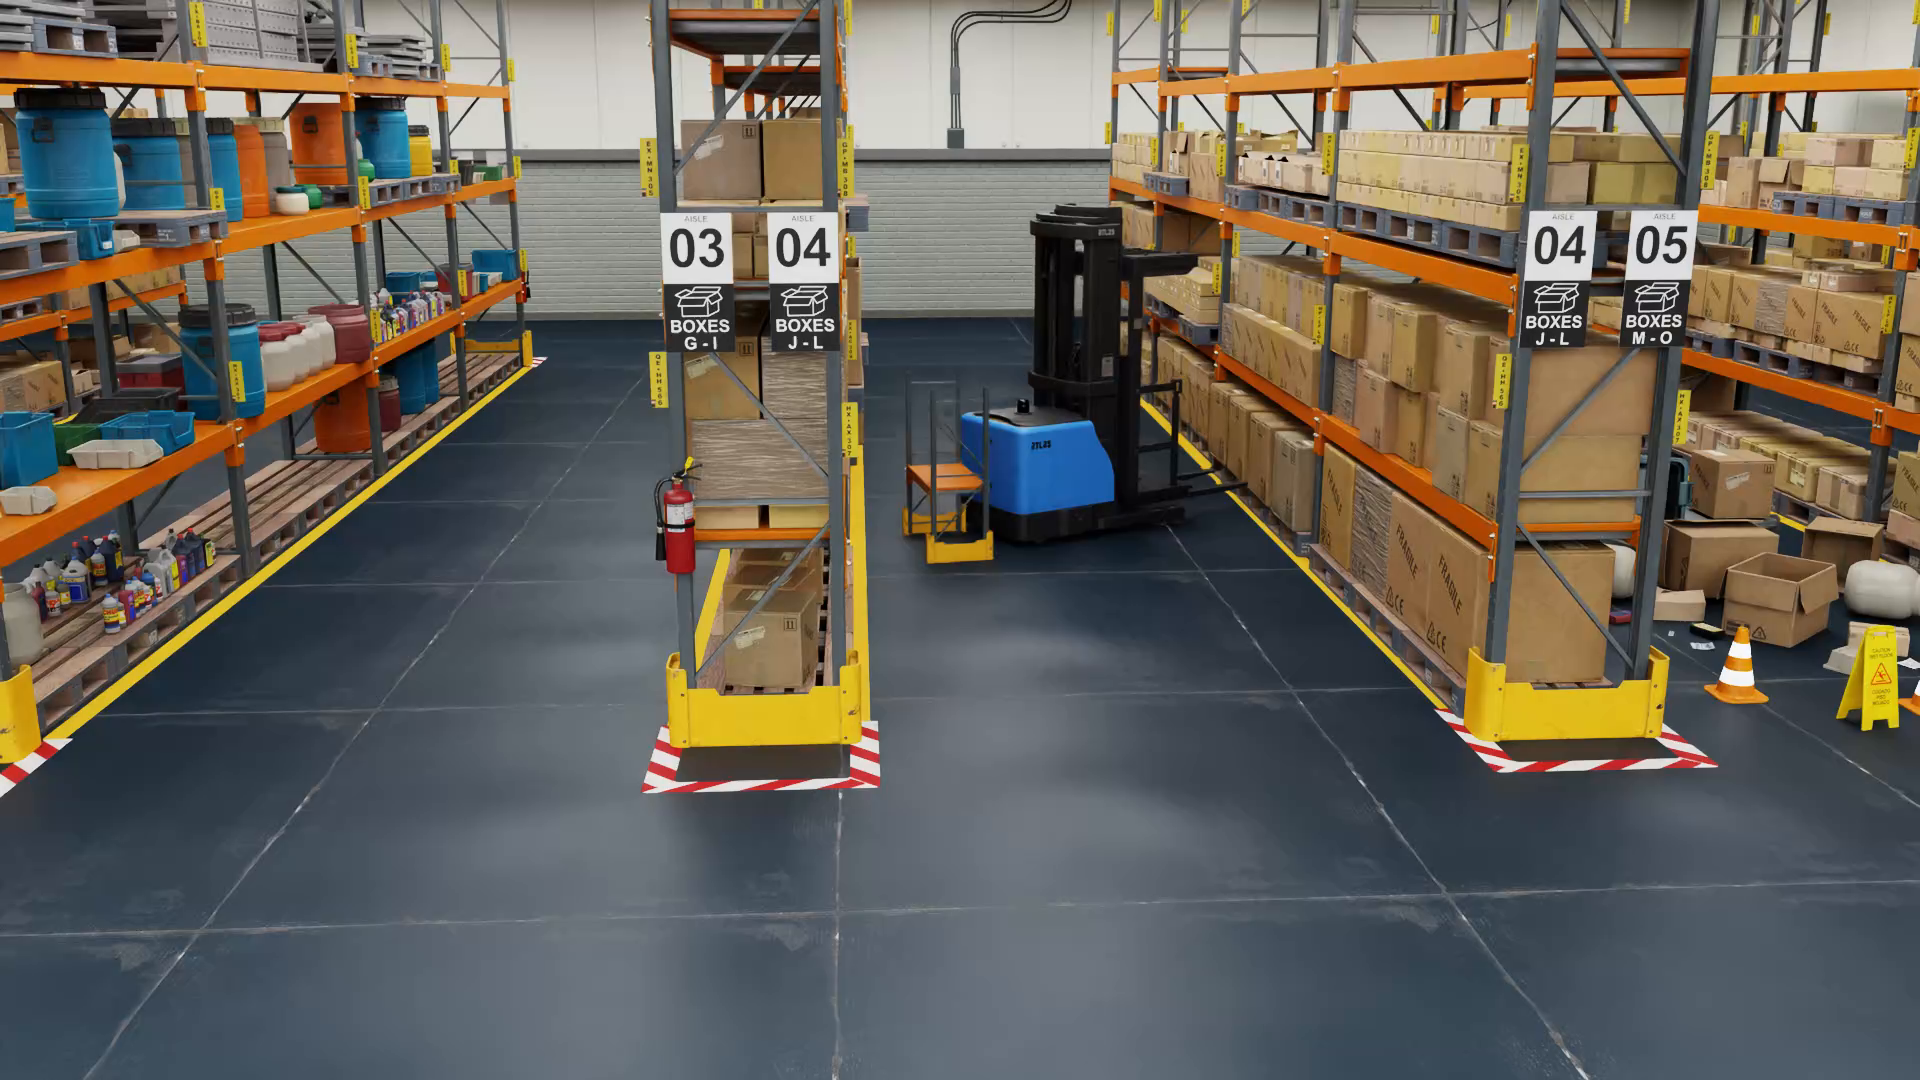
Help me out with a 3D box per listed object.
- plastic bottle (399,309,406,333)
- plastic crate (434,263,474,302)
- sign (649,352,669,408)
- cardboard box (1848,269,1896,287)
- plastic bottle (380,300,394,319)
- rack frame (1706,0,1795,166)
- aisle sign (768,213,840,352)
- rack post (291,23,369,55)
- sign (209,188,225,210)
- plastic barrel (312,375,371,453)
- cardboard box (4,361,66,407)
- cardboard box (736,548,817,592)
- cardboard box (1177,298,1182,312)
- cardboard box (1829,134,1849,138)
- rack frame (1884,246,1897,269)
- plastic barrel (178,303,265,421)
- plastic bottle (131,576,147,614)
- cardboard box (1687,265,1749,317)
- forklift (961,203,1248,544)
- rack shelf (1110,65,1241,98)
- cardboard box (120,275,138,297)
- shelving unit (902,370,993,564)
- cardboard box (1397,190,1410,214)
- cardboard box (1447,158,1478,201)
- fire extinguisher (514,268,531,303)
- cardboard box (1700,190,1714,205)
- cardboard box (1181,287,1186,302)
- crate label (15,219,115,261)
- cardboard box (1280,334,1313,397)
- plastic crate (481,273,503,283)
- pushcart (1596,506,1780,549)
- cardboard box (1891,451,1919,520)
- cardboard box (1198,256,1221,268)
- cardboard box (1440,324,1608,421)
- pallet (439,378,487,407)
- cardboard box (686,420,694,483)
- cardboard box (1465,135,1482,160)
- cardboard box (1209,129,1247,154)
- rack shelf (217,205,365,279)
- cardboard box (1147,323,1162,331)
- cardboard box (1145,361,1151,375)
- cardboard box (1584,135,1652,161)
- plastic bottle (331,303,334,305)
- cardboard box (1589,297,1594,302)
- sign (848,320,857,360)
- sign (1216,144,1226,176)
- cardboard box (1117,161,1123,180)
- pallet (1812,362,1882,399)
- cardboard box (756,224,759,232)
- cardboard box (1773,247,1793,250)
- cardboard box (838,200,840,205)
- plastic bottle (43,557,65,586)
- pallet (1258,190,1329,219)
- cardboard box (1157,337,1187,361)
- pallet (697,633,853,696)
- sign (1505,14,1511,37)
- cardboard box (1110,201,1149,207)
[{"bbox_3d":[-6.388,-2.500,18.982,0.097,0.271,0.097,0,14,0],"label":"plastic bottle"},{"bbox_3d":[-6.685,-3.414,22.027,0.402,0.464,0.583,-1,14,-3],"label":"plastic crate"},{"bbox_3d":[-1.748,-0.931,9.665,0.100,0.325,0.005,-1,14,-3],"label":"sign"},{"bbox_3d":[8.604,-2.469,15.661,0.380,0.149,0.250,0,14,0],"label":"cardboard box"},{"bbox_3d":[-6.572,-2.571,19.098,0.144,0.351,0.185,-1,14,-3],"label":"plastic bottle"},{"bbox_3d":[8.202,-5.268,17.443,1.000,3.000,0.127,-1,14,-3],"label":"rack frame"},{"bbox_3d":[-0.890,-1.469,9.497,0.394,0.787,0.004,-1,14,-3],"label":"aisle sign"},{"bbox_3d":[-6.718,-5.182,17.258,0.954,0.300,0.937,-1,14,-3],"label":"rack post"},{"bbox_3d":[-5.834,-2.601,13.079,0.100,0.325,0.005,-1,14,-3],"label":"sign"},{"bbox_3d":[-6.679,-1.407,17.988,0.600,0.830,0.708,-1,14,-3],"label":"plastic barrel"},{"bbox_3d":[-11.507,-1.937,20.668,0.500,0.500,0.500,-1,14,-4],"label":"cardboard box"},{"bbox_3d":[-1.306,0.327,11.909,0.500,0.500,0.500,0,14,2],"label":"cardboard box"},{"bbox_3d":[2.719,-2.713,19.214,0.380,0.149,0.250,-2,15,-6],"label":"cardboard box"},{"bbox_3d":[12.574,-5.576,23.357,0.500,0.250,0.500,-1,14,-2],"label":"cardboard box"},{"bbox_3d":[12.908,-3.435,22.358,1.000,3.000,0.127,-1,14,-3],"label":"rack frame"},{"bbox_3d":[-6.106,-1.482,13.761,0.600,0.901,0.708,-1,14,-3],"label":"plastic barrel"},{"bbox_3d":[-5.965,0.399,12.050,0.097,0.271,0.097,0,14,0],"label":"plastic bottle"},{"bbox_3d":[7.999,-2.643,17.639,0.500,0.500,0.500,-1,14,-5],"label":"cardboard box"},{"bbox_3d":[1.502,-1.645,15.537,3.031,2.935,1.130,-9,17,-32],"label":"forklift"},{"bbox_3d":[2.896,-6.309,22.938,1.077,0.370,4.000,-1,14,-3],"label":"rack shelf"},{"bbox_3d":[-11.680,-3.610,22.838,0.500,0.500,0.500,-1,14,-4],"label":"cardboard box"},{"bbox_3d":[-0.122,-0.668,14.614,0.587,1.500,1.083,-3,15,-13],"label":"shelving unit"},{"bbox_3d":[3.294,-2.375,11.679,0.380,0.149,0.250,-1,14,-3],"label":"cardboard box"},{"bbox_3d":[3.424,-2.289,10.546,0.500,0.250,0.500,-1,14,-3],"label":"cardboard box"},{"bbox_3d":[-6.683,-3.950,25.260,0.296,0.674,0.183,-1,14,-3],"label":"fire extinguisher"},{"bbox_3d":[8.052,-3.613,17.533,0.380,0.149,0.250,-1,14,-3],"label":"cardboard box"},{"bbox_3d":[2.731,-2.797,18.942,0.380,0.149,0.250,-1,14,-3],"label":"cardboard box"},{"bbox_3d":[-5.923,-1.995,11.039,0.502,0.251,0.408,-1,14,-3],"label":"crate label"},{"bbox_3d":[3.186,-1.566,14.893,0.500,0.500,0.500,-1,14,-4],"label":"cardboard box"},{"bbox_3d":[-6.896,-3.824,24.279,0.396,0.136,0.243,-1,14,-3],"label":"plastic crate"},{"bbox_3d":[6.178,-0.051,14.465,1.648,0.377,0.936,-6,16,-23],"label":"pushcart"},{"bbox_3d":[8.217,-0.452,13.934,0.500,0.500,0.500,0,14,-1],"label":"cardboard box"},{"bbox_3d":[3.240,-3.529,21.190,0.380,0.149,0.250,0,14,-1],"label":"cardboard box"},{"bbox_3d":[3.653,-1.096,10.797,0.875,0.550,0.550,-1,14,-3],"label":"cardboard box"},{"bbox_3d":[-6.964,-1.960,22.221,1.003,0.211,1.213,-1,14,-3],"label":"pallet"},{"bbox_3d":[-1.350,-0.672,10.823,0.875,0.500,0.500,-1,14,-3],"label":"cardboard box"},{"bbox_3d":[3.374,-2.445,10.351,0.380,0.149,0.250,-1,14,-3],"label":"cardboard box"},{"bbox_3d":[2.937,-4.357,18.184,0.396,0.266,0.258,-1,14,-3],"label":"cardboard box"},{"bbox_3d":[-6.508,-2.740,15.081,1.077,0.370,4.000,-1,14,-3],"label":"rack shelf"},{"bbox_3d":[3.016,-3.171,25.014,0.380,0.149,0.250,-1,14,-2],"label":"cardboard box"},{"bbox_3d":[2.683,-2.296,22.213,0.380,0.149,0.250,-1,14,-2],"label":"cardboard box"},{"bbox_3d":[4.046,-2.391,10.140,0.380,0.149,0.250,-1,14,-3],"label":"cardboard box"},{"bbox_3d":[-7.122,-2.528,18.931,0.144,0.351,0.185,-1,14,-3],"label":"plastic bottle"},{"bbox_3d":[7.799,-3.033,20.090,0.500,0.250,0.500,-1,14,-5],"label":"cardboard box"},{"bbox_3d":[-0.900,-1.645,13.661,0.100,0.325,0.005,-1,14,-3],"label":"sign"},{"bbox_3d":[2.726,-3.957,17.327,0.100,0.325,0.005,-1,14,-3],"label":"sign"},{"bbox_3d":[2.573,-5.384,24.215,0.500,0.250,0.500,0,14,-2],"label":"cardboard box"},{"bbox_3d":[8.548,-1.468,15.095,1.003,0.211,1.213,-1,14,-3],"label":"pallet"},{"bbox_3d":[-1.510,-1.840,10.441,0.500,0.250,0.500,-1,14,-3],"label":"cardboard box"},{"bbox_3d":[12.954,-4.391,25.777,0.500,0.250,0.500,0,14,-2],"label":"cardboard box"},{"bbox_3d":[-1.045,-2.384,11.754,0.380,0.149,0.250,0,14,-1],"label":"cardboard box"},{"bbox_3d":[-6.710,0.291,12.309,0.144,0.351,0.185,-1,14,-4],"label":"plastic bottle"},{"bbox_3d":[3.433,-3.185,15.745,1.003,0.211,1.213,0,14,-1],"label":"pallet"},{"bbox_3d":[2.802,-2.424,21.097,0.500,0.250,0.500,-2,15,-6],"label":"cardboard box"},{"bbox_3d":[-1.213,0.909,11.071,1.003,0.211,1.213,-1,14,-3],"label":"pallet"},{"bbox_3d":[8.249,-7.753,25.068,0.100,0.325,0.005,-1,14,-3],"label":"sign"},{"bbox_3d":[2.535,-4.812,24.904,0.500,0.500,0.500,-1,14,-4],"label":"cardboard box"}]
